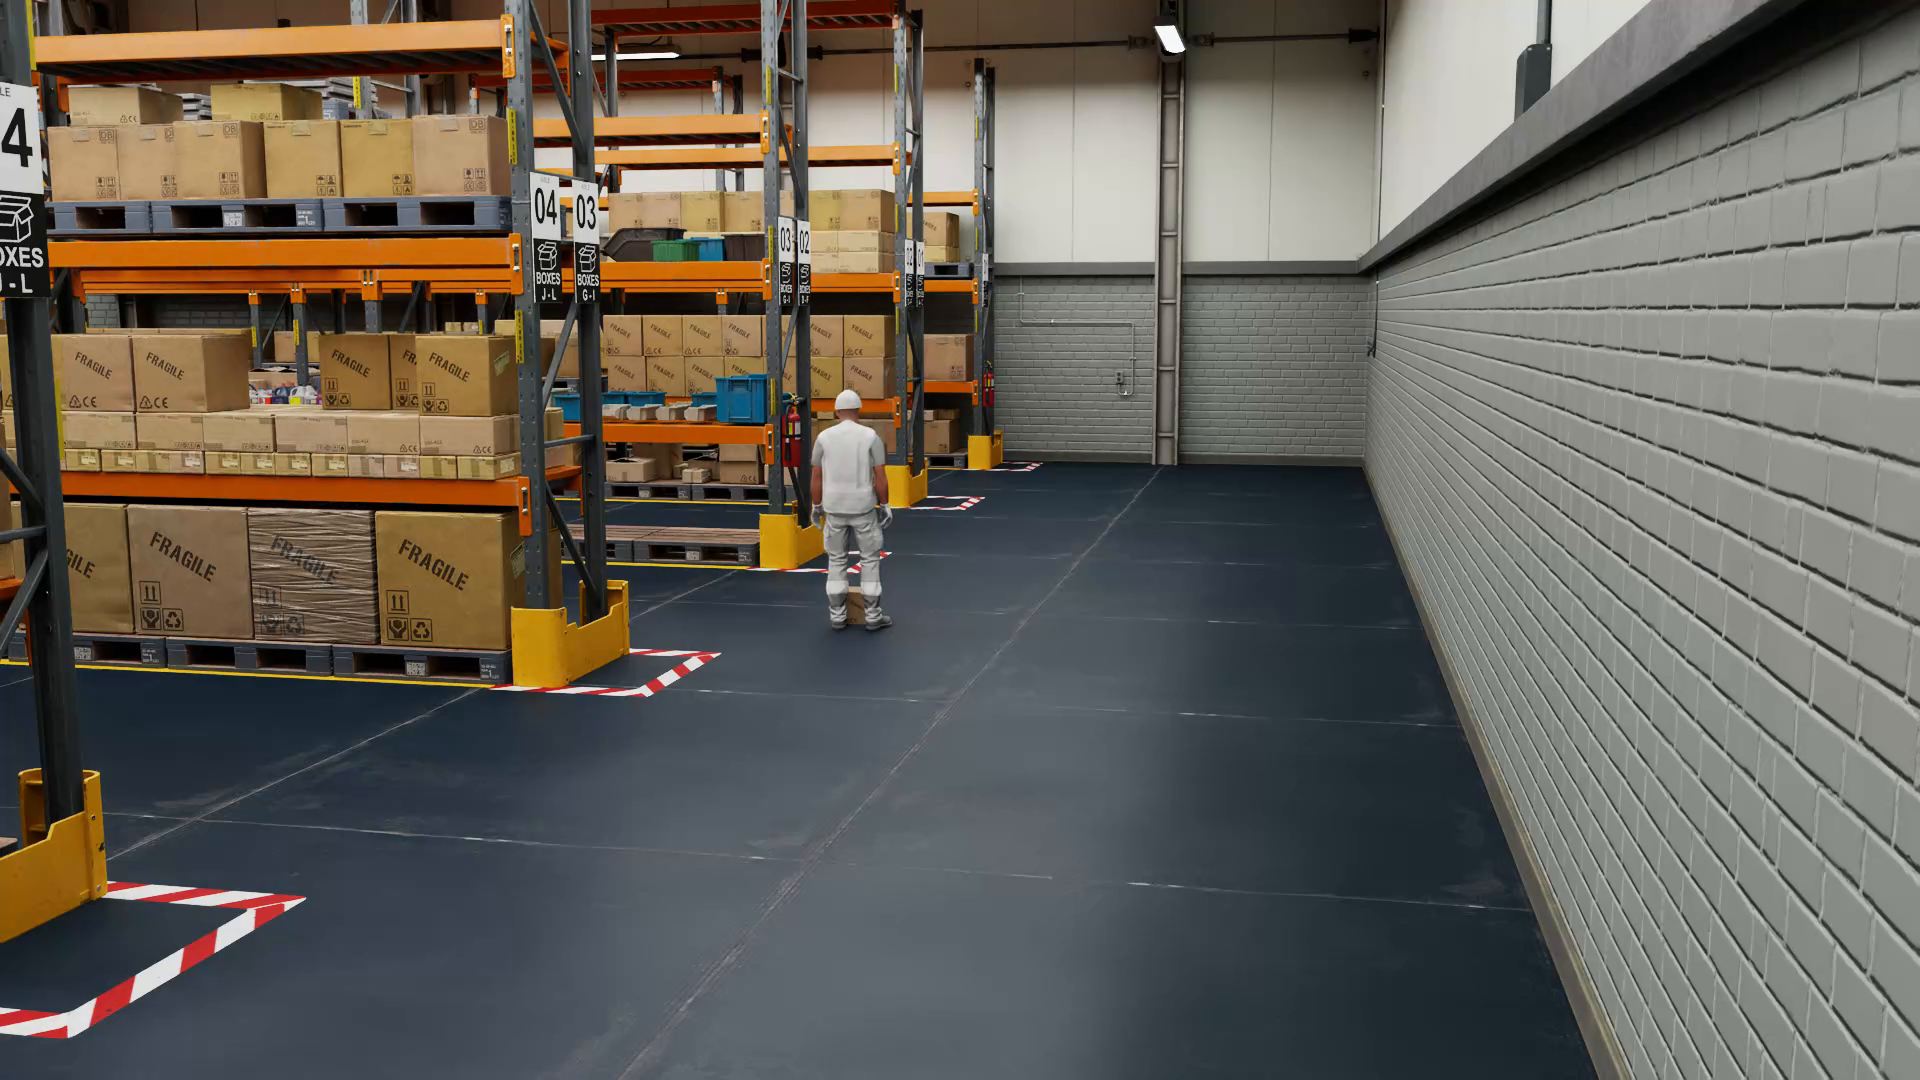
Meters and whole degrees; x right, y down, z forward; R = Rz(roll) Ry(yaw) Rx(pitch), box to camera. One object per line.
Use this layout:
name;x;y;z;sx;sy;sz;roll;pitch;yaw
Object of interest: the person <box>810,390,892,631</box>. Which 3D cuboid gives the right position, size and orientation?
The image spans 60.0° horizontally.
person;-0.811;-0.224;12.382;0.615;1.778;0.453;1;8;8
